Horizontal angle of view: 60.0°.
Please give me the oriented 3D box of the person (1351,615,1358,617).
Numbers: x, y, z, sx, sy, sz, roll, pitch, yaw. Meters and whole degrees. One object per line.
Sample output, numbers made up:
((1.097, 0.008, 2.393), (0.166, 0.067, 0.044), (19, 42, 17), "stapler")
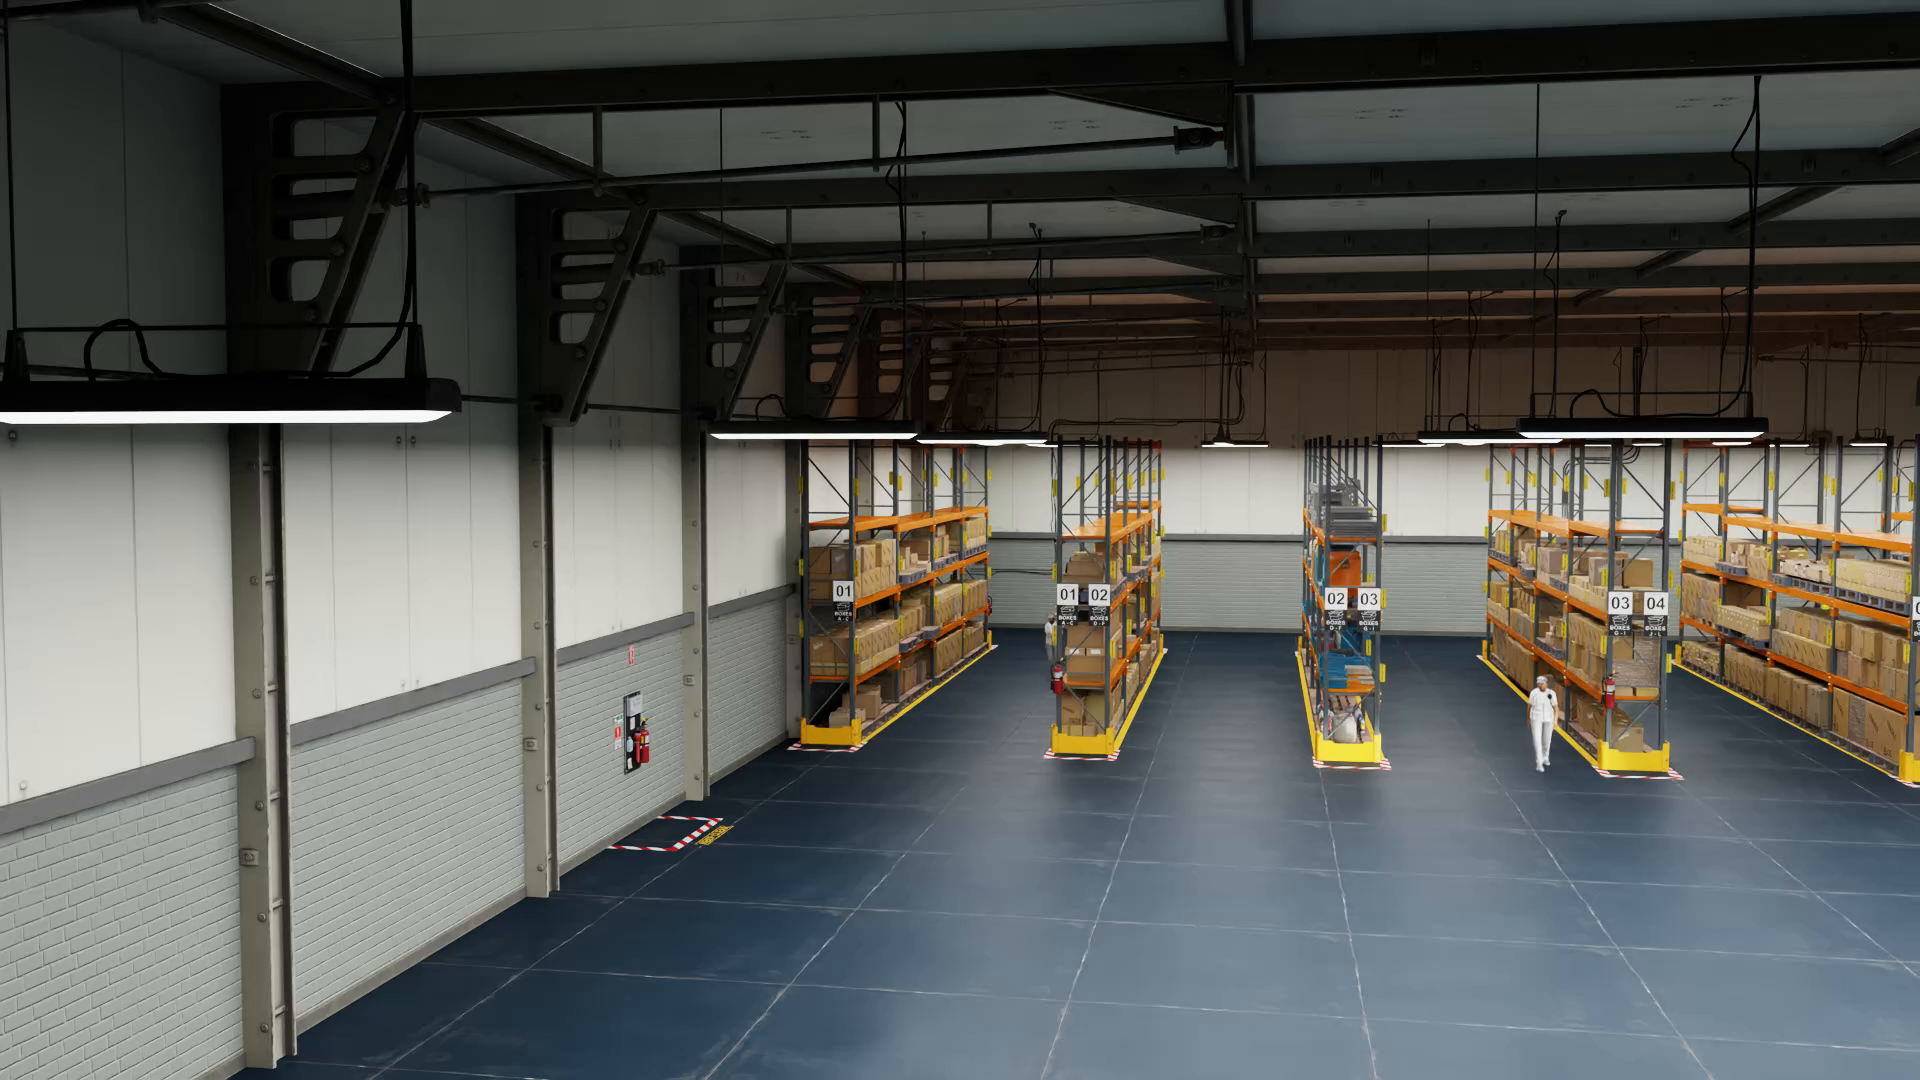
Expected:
((11.446, 2.311, 48.091), (0.463, 1.580, 1.016), (0, 3, -5), "person")

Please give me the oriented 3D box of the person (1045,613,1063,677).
((2.392, 2.637, 41.963), (0.507, 1.654, 0.576), (1, 3, 23), "person")

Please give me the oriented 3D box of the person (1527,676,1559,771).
((10.503, 3.268, 29.938), (0.512, 1.647, 0.811), (1, 3, 12), "person")

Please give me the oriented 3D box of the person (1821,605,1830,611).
((22.283, 2.532, 42.785), (0.598, 1.766, 0.517), (2, 4, 29), "person")
